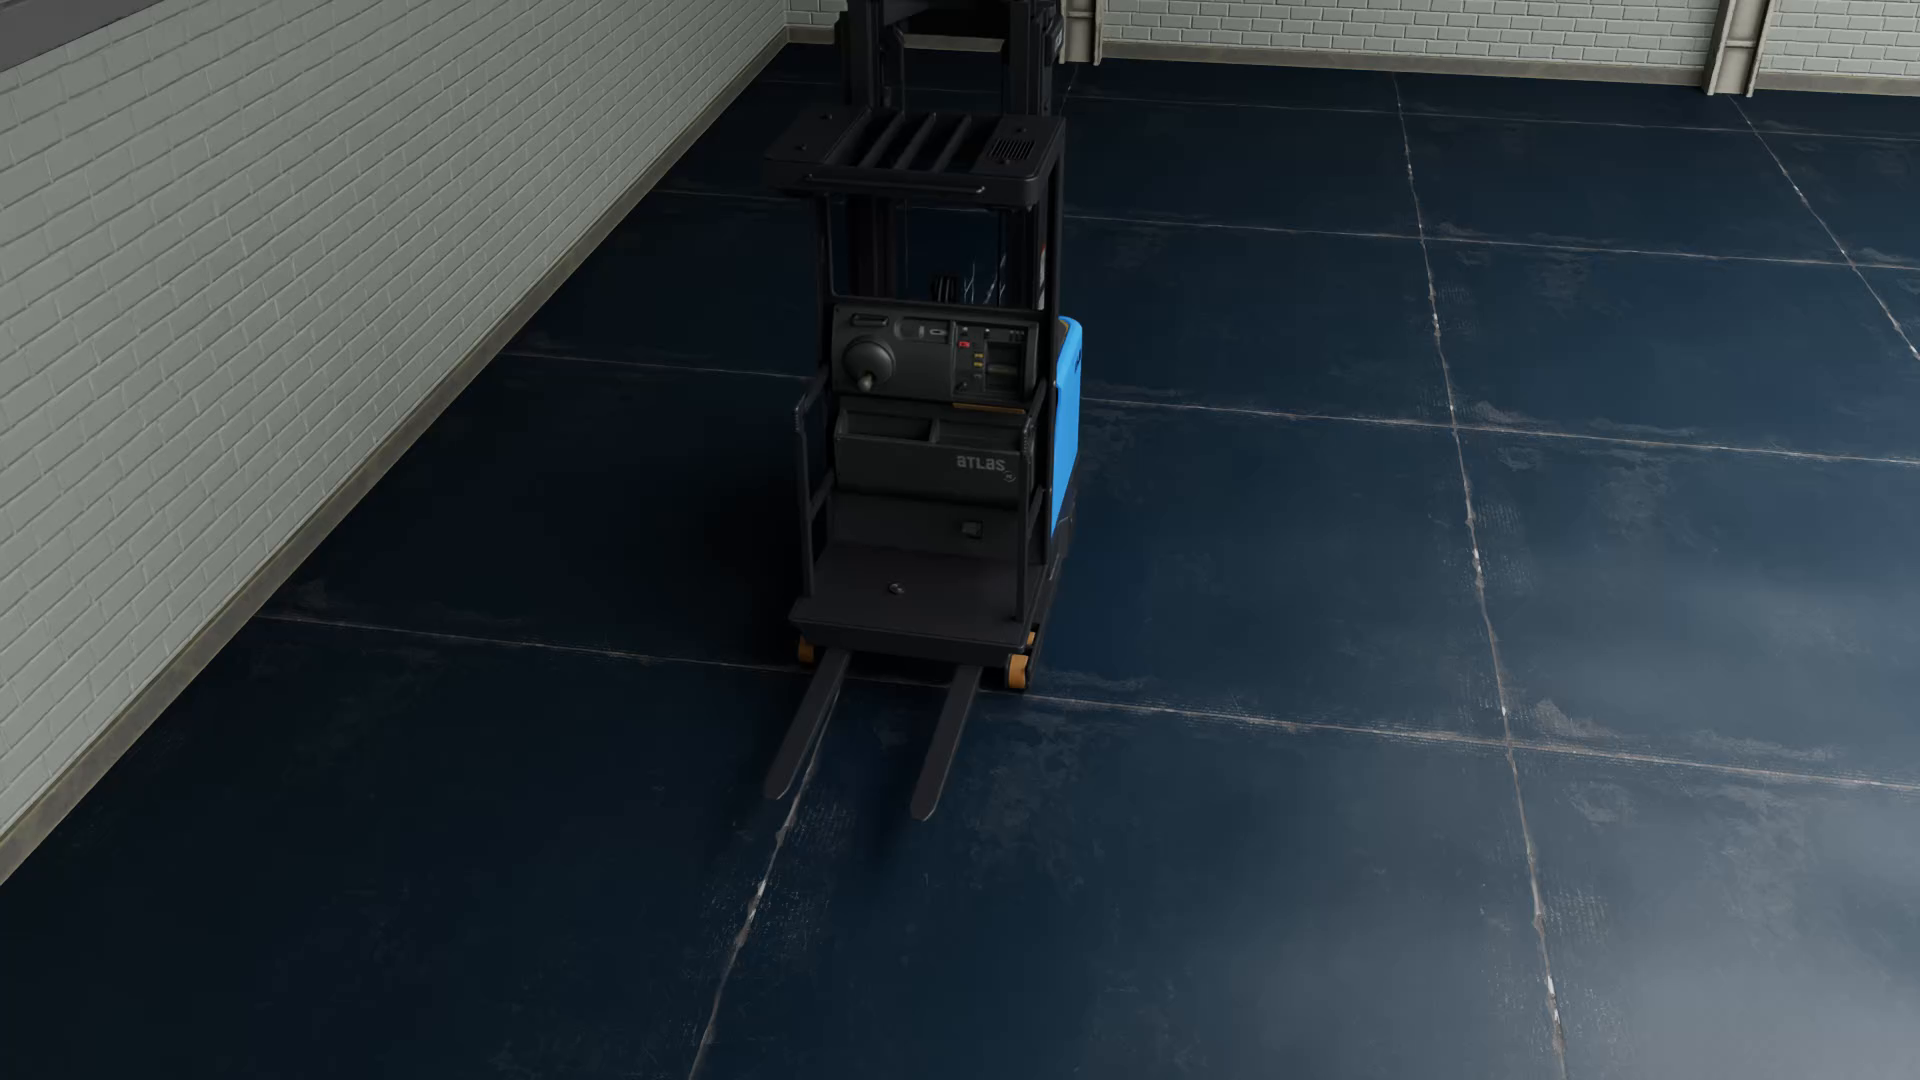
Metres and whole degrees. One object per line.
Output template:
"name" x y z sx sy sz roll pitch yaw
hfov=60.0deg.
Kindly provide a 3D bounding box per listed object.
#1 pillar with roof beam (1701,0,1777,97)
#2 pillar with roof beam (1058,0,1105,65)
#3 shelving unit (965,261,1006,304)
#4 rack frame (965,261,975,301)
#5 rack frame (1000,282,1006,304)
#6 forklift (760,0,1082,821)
"pillar with roof beam" 6.364 -5.718 9.404 0.400 9.000 9.100 5 32 8
"pillar with roof beam" 0.449 -6.254 10.260 0.400 9.000 9.100 5 32 8
"shelving unit" 0.141 -0.905 9.064 0.189 1.200 0.258 6 32 10
"rack frame" 0.051 -0.915 9.079 0.006 1.200 0.240 6 32 10
"rack frame" 0.231 -0.896 9.048 0.006 1.200 0.240 6 32 10
"forklift" -0.157 -0.769 7.216 1.130 2.935 3.031 6 33 10
